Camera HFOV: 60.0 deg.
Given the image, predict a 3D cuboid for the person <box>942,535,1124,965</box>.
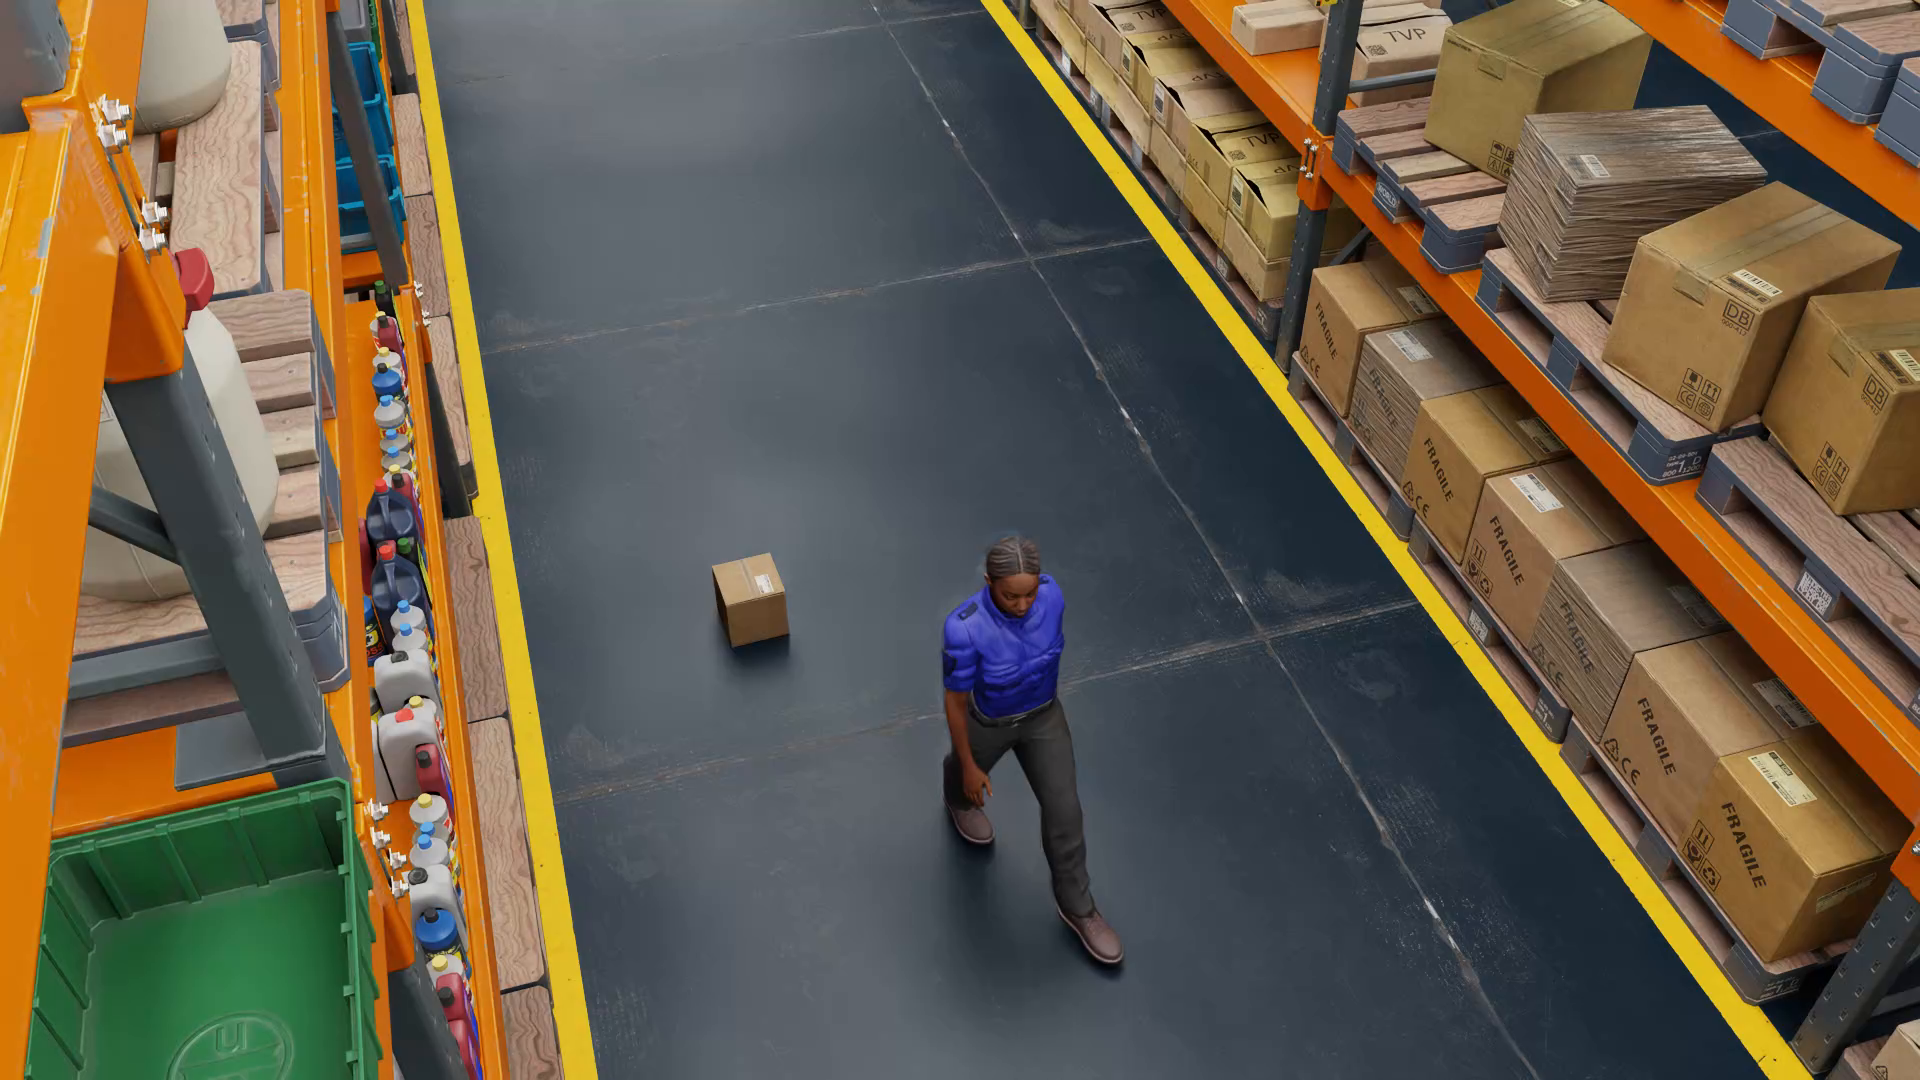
[{"bbox_3d":[0.194,0.635,5.451,0.497,1.608,0.937,-17,45,-18],"label":"person"}]
